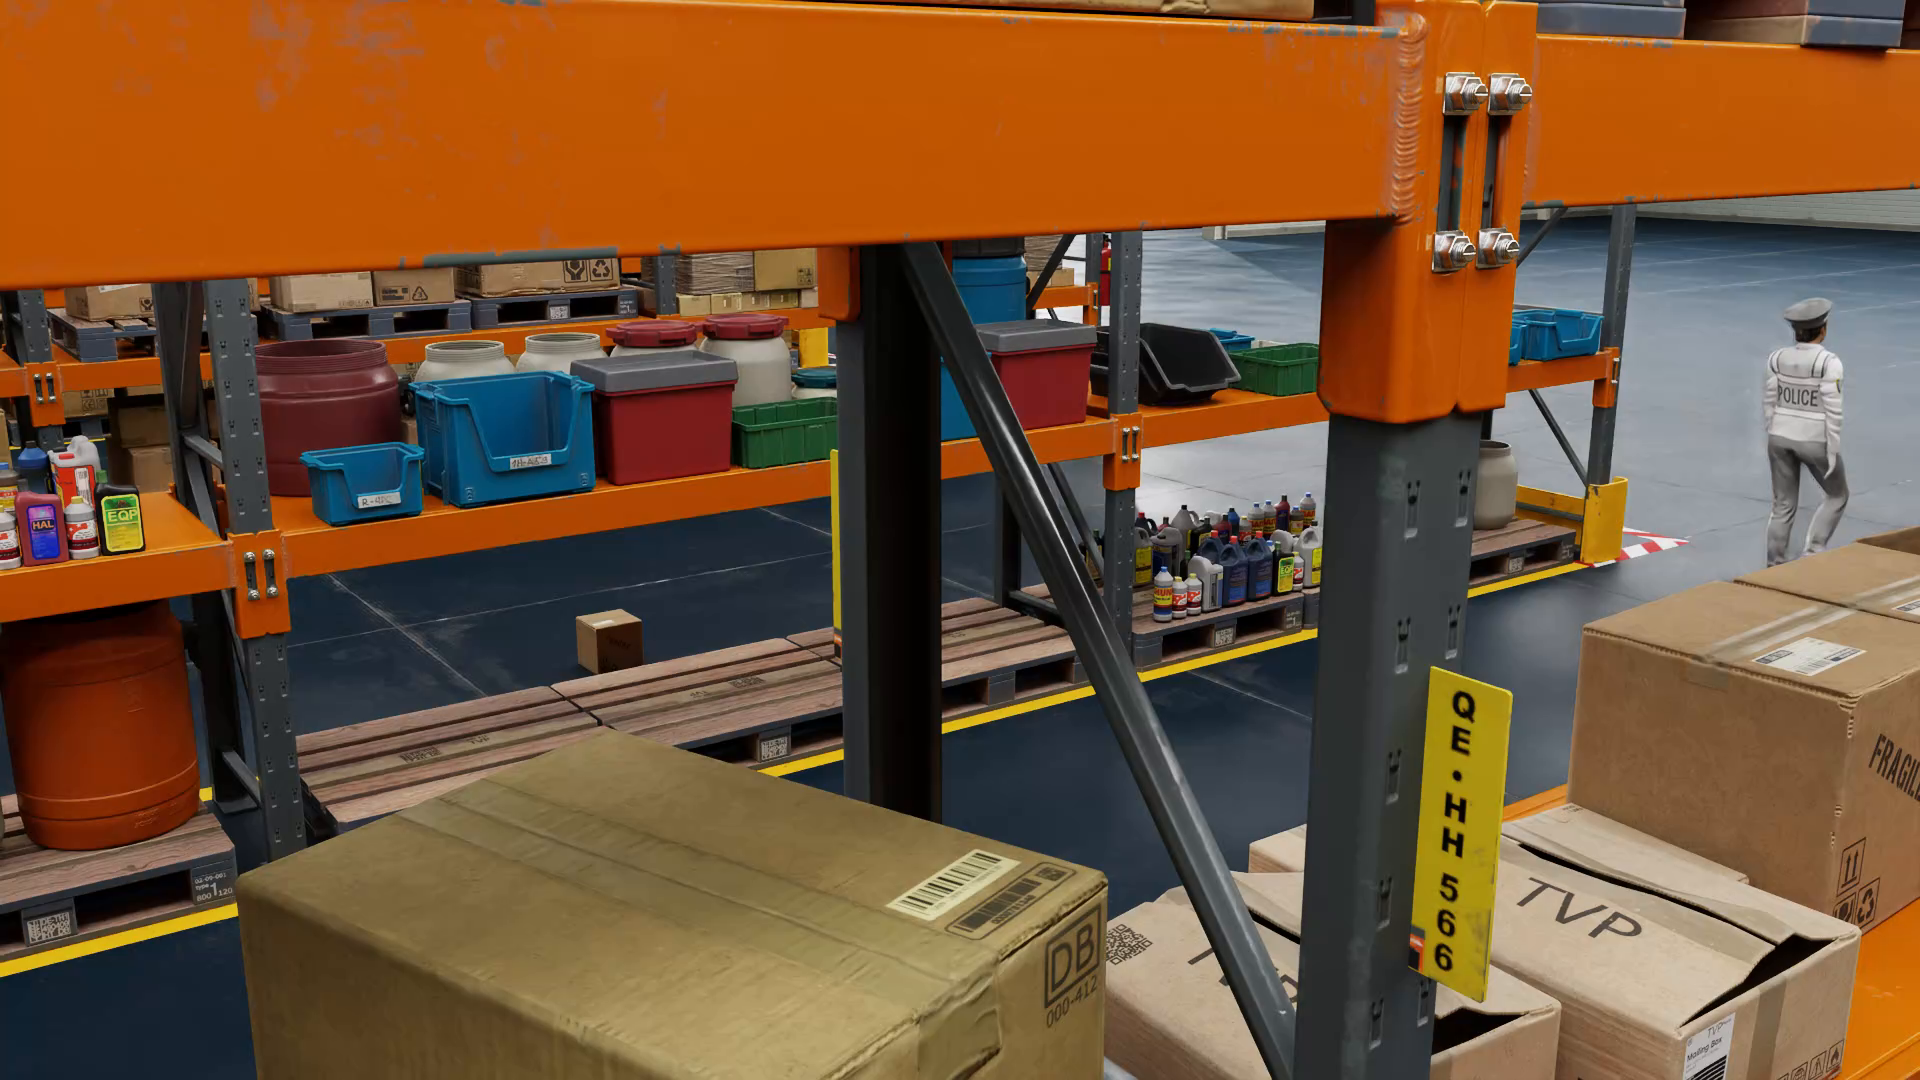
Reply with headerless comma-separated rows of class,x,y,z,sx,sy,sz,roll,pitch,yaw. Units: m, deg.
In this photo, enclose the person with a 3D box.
person,4.909,-0.552,9.680,0.469,1.712,0.498,-11,18,-36
